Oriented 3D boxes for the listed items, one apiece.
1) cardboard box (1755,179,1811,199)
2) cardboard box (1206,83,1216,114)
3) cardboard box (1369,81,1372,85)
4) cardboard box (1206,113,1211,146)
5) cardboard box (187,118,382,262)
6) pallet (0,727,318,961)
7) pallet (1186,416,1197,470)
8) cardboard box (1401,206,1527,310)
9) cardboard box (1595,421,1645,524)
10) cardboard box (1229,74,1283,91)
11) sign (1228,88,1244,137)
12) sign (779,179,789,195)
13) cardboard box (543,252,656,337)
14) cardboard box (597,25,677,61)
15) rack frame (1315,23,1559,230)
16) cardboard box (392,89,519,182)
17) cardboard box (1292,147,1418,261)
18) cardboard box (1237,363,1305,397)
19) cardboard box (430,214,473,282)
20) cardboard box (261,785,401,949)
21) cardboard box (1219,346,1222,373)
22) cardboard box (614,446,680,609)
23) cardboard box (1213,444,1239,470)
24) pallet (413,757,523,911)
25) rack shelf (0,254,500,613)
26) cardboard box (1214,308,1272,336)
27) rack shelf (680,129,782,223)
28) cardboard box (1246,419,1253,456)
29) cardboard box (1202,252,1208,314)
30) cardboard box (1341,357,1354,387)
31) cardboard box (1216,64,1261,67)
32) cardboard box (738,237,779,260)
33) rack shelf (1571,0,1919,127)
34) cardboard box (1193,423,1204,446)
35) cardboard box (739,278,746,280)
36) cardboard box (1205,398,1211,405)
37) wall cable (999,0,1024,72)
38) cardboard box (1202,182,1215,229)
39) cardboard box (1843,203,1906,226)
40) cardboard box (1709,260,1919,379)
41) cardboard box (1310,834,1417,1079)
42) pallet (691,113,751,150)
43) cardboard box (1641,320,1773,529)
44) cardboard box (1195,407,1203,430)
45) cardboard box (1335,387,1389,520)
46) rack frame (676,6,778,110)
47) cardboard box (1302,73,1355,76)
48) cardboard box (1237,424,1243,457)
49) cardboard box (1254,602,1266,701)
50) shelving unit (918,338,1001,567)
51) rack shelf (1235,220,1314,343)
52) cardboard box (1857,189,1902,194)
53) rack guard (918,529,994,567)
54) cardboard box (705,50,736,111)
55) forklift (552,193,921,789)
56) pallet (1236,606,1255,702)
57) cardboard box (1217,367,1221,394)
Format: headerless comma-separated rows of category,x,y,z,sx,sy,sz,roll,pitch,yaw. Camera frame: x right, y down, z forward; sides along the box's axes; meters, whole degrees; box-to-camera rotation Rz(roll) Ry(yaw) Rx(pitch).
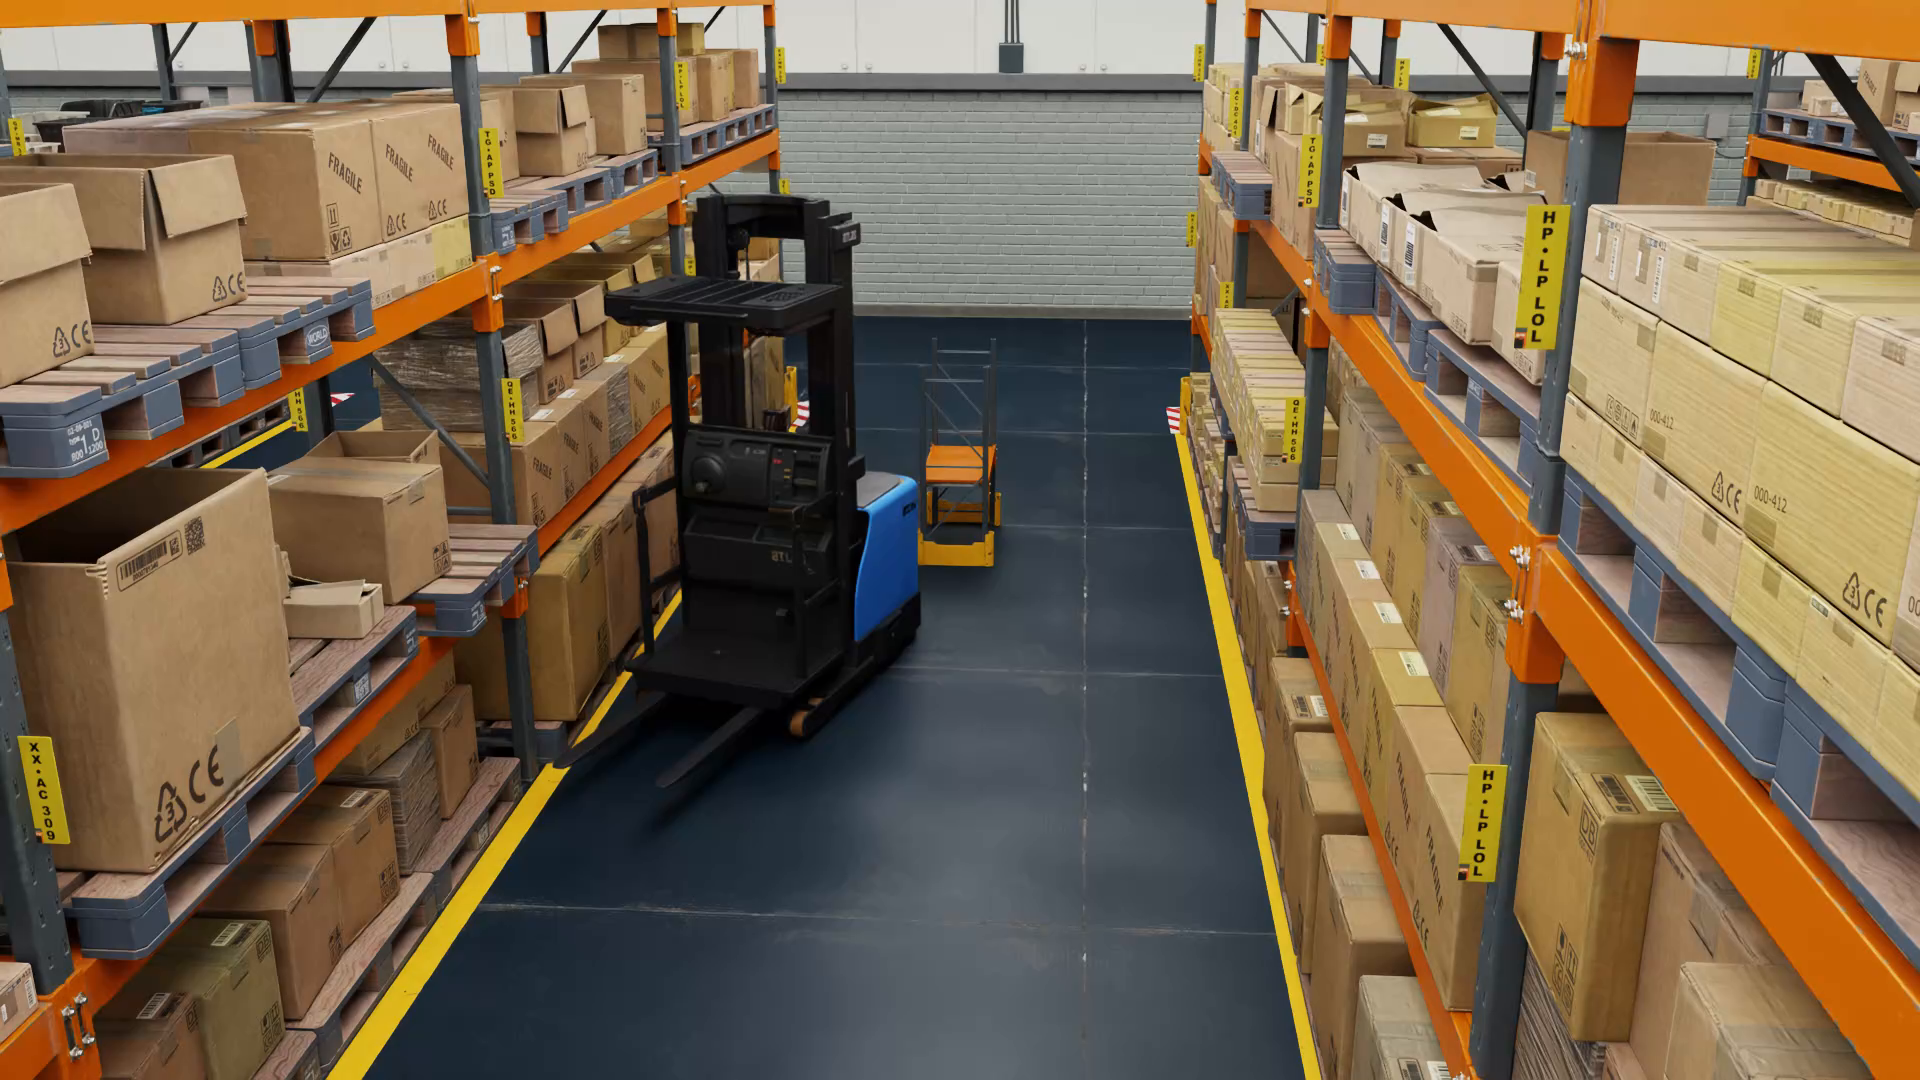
cardboard box,7.364,-3.138,14.874,0.380,0.149,0.250,2,18,5
cardboard box,2.394,-3.789,14.290,0.500,0.250,0.500,1,18,3
cardboard box,2.697,-3.114,11.589,0.380,0.149,0.250,1,18,3
cardboard box,2.392,-3.547,14.354,0.500,0.250,0.500,2,18,6
cardboard box,-2.653,-1.391,6.571,0.500,0.500,0.500,2,18,5
pallet,-2.879,0.952,5.509,1.003,0.211,1.213,1,18,4
pallet,2.622,-0.890,15.300,1.003,0.211,1.213,1,18,4
cardboard box,1.767,-0.943,5.473,0.500,0.311,0.500,1,18,2
cardboard box,1.479,-0.130,3.254,0.380,0.149,0.250,1,18,4
cardboard box,2.251,-3.456,12.634,0.380,0.149,0.250,1,18,2
sign,1.893,-2.929,11.396,0.100,0.325,0.005,1,18,4
sign,-1.678,-3.279,15.871,0.100,0.325,0.005,1,18,4
cardboard box,-2.543,-1.715,11.570,0.797,0.503,0.637,1,18,2
cardboard box,-2.431,-3.758,12.558,0.500,0.250,0.500,0,18,0
rack frame,2.148,-2.856,7.188,1.000,3.000,0.127,1,18,4
cardboard box,-2.846,-2.281,9.415,0.500,0.500,0.500,2,18,7
cardboard box,1.935,-1.661,8.198,0.500,0.500,0.500,1,18,4
cardboard box,1.821,-0.932,9.725,0.380,0.149,0.250,2,18,7
cardboard box,-2.581,-1.349,7.645,0.500,0.250,0.500,1,18,4
cardboard box,-2.881,1.389,7.176,0.700,0.500,0.500,3,18,9
cardboard box,1.913,-1.196,11.009,0.380,0.149,0.250,2,18,5
cardboard box,-2.594,-0.103,11.158,1.225,0.875,0.875,1,18,2
cardboard box,2.190,-0.649,13.036,0.380,0.149,0.250,1,18,3
pallet,-2.849,1.420,8.250,1.003,0.211,1.213,1,18,4
rack shelf,-2.935,-0.610,6.305,1.077,0.370,4.000,1,18,4
cardboard box,1.948,-1.499,11.453,0.380,0.149,0.250,2,18,7
rack shelf,-2.362,-3.095,13.888,1.077,0.370,4.000,1,18,4
cardboard box,1.763,-0.555,9.052,0.380,0.149,0.250,2,18,5
cardboard box,2.353,-2.227,14.264,0.500,0.500,0.500,2,18,5
cardboard box,2.489,-0.993,9.910,0.380,0.149,0.250,1,18,3
cardboard box,2.435,-4.097,14.590,0.380,0.149,0.250,2,18,6
cardboard box,-1.991,-2.901,15.519,0.500,0.500,0.500,2,18,5
rack shelf,1.718,-0.461,1.675,1.077,0.370,4.000,1,18,4
cardboard box,2.289,-0.942,14.884,0.380,0.149,0.250,2,18,5
cardboard box,-2.095,-2.068,14.181,0.500,0.250,0.500,1,18,4
cardboard box,2.335,-1.134,14.515,0.380,0.149,0.250,2,18,6
wall cable,1.625,-8.691,19.828,2.277,5.999,0.120,1,18,4
cardboard box,2.395,-2.864,14.601,0.500,0.500,0.500,2,18,6
cardboard box,7.241,-2.575,13.155,0.380,0.149,0.250,1,18,4
cardboard box,1.443,-0.353,2.654,0.380,0.149,0.250,1,18,3
cardboard box,1.889,1.612,6.124,1.050,0.750,0.750,1,18,4
pallet,-2.346,-3.405,13.822,1.003,0.211,1.213,1,18,4
cardboard box,1.512,-0.203,2.837,0.500,0.250,0.500,1,18,3
cardboard box,2.296,-1.080,14.829,0.380,0.149,0.250,2,18,6
cardboard box,2.106,-0.389,7.526,0.700,0.500,0.500,1,18,4
rack frame,-2.218,-5.483,15.205,1.000,3.000,0.127,1,18,4
cardboard box,2.839,-3.521,12.832,0.380,0.149,0.250,2,18,7
cardboard box,1.802,-0.567,9.565,0.380,0.149,0.250,0,18,1
cardboard box,1.975,0.611,9.580,0.500,0.500,0.500,2,18,6
shelving unit,-0.005,-0.689,12.617,0.587,1.500,1.083,1,18,4
rack shelf,2.291,-1.710,9.663,1.077,0.370,4.000,1,18,4
cardboard box,7.852,-2.887,14.109,0.380,0.149,0.250,2,18,5
rack guard,-0.041,0.060,12.340,0.587,0.250,0.087,1,18,4
cardboard box,-2.363,-4.017,14.553,0.700,0.500,0.500,1,18,2
forklift,-1.262,-0.408,9.461,1.130,2.935,3.031,7,19,20
pallet,2.296,0.699,10.450,1.003,0.211,1.213,1,18,4
cardboard box,1.912,-1.052,11.045,0.380,0.149,0.250,1,18,4
